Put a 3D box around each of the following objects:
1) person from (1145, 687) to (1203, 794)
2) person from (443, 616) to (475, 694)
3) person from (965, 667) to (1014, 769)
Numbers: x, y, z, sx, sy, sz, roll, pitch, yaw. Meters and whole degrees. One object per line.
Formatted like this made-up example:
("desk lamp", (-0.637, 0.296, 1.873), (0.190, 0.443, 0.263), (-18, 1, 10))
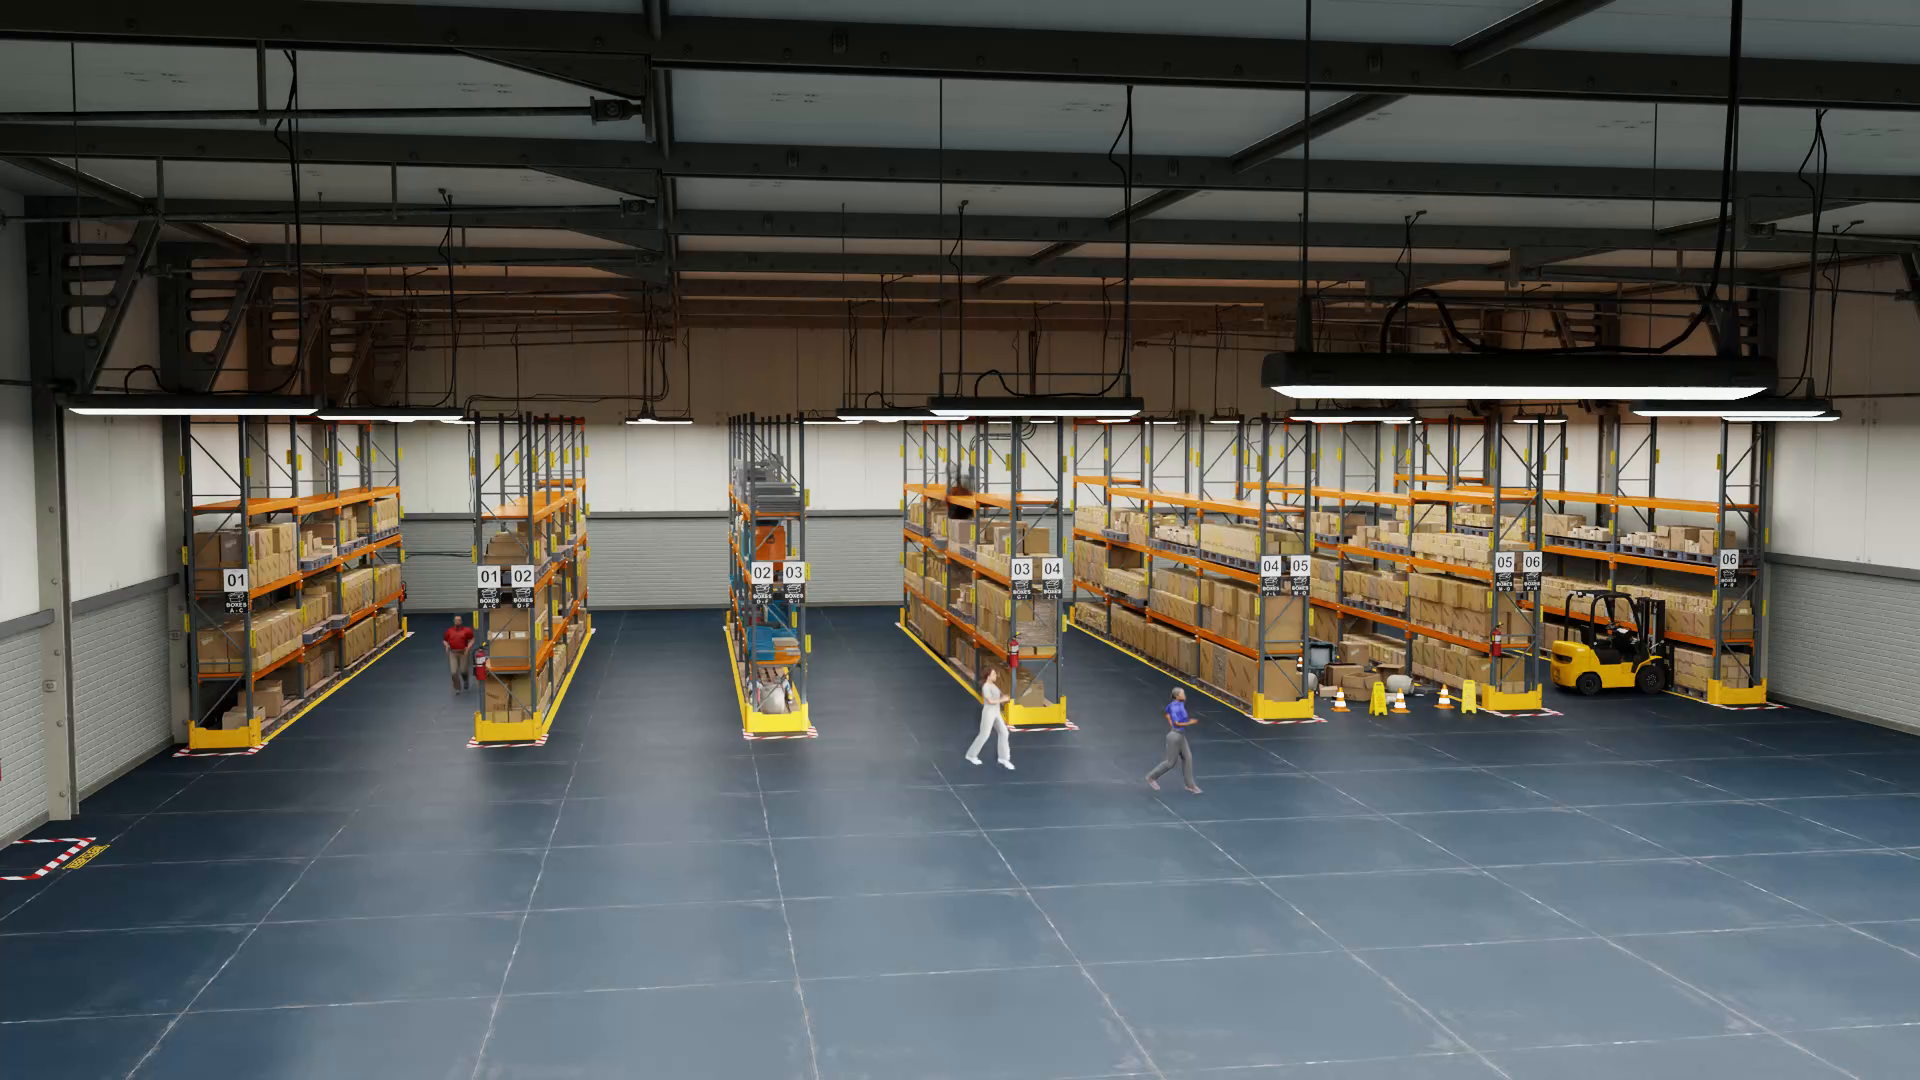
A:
("person", (3.348, 3.111, 25.901), (0.900, 1.662, 0.604), (1, 4, 15))
("person", (-10.766, 2.458, 35.666), (0.646, 1.674, 0.626), (-1, 4, -10))
("person", (0.495, 2.979, 27.886), (0.826, 1.716, 0.540), (1, 4, 20))
